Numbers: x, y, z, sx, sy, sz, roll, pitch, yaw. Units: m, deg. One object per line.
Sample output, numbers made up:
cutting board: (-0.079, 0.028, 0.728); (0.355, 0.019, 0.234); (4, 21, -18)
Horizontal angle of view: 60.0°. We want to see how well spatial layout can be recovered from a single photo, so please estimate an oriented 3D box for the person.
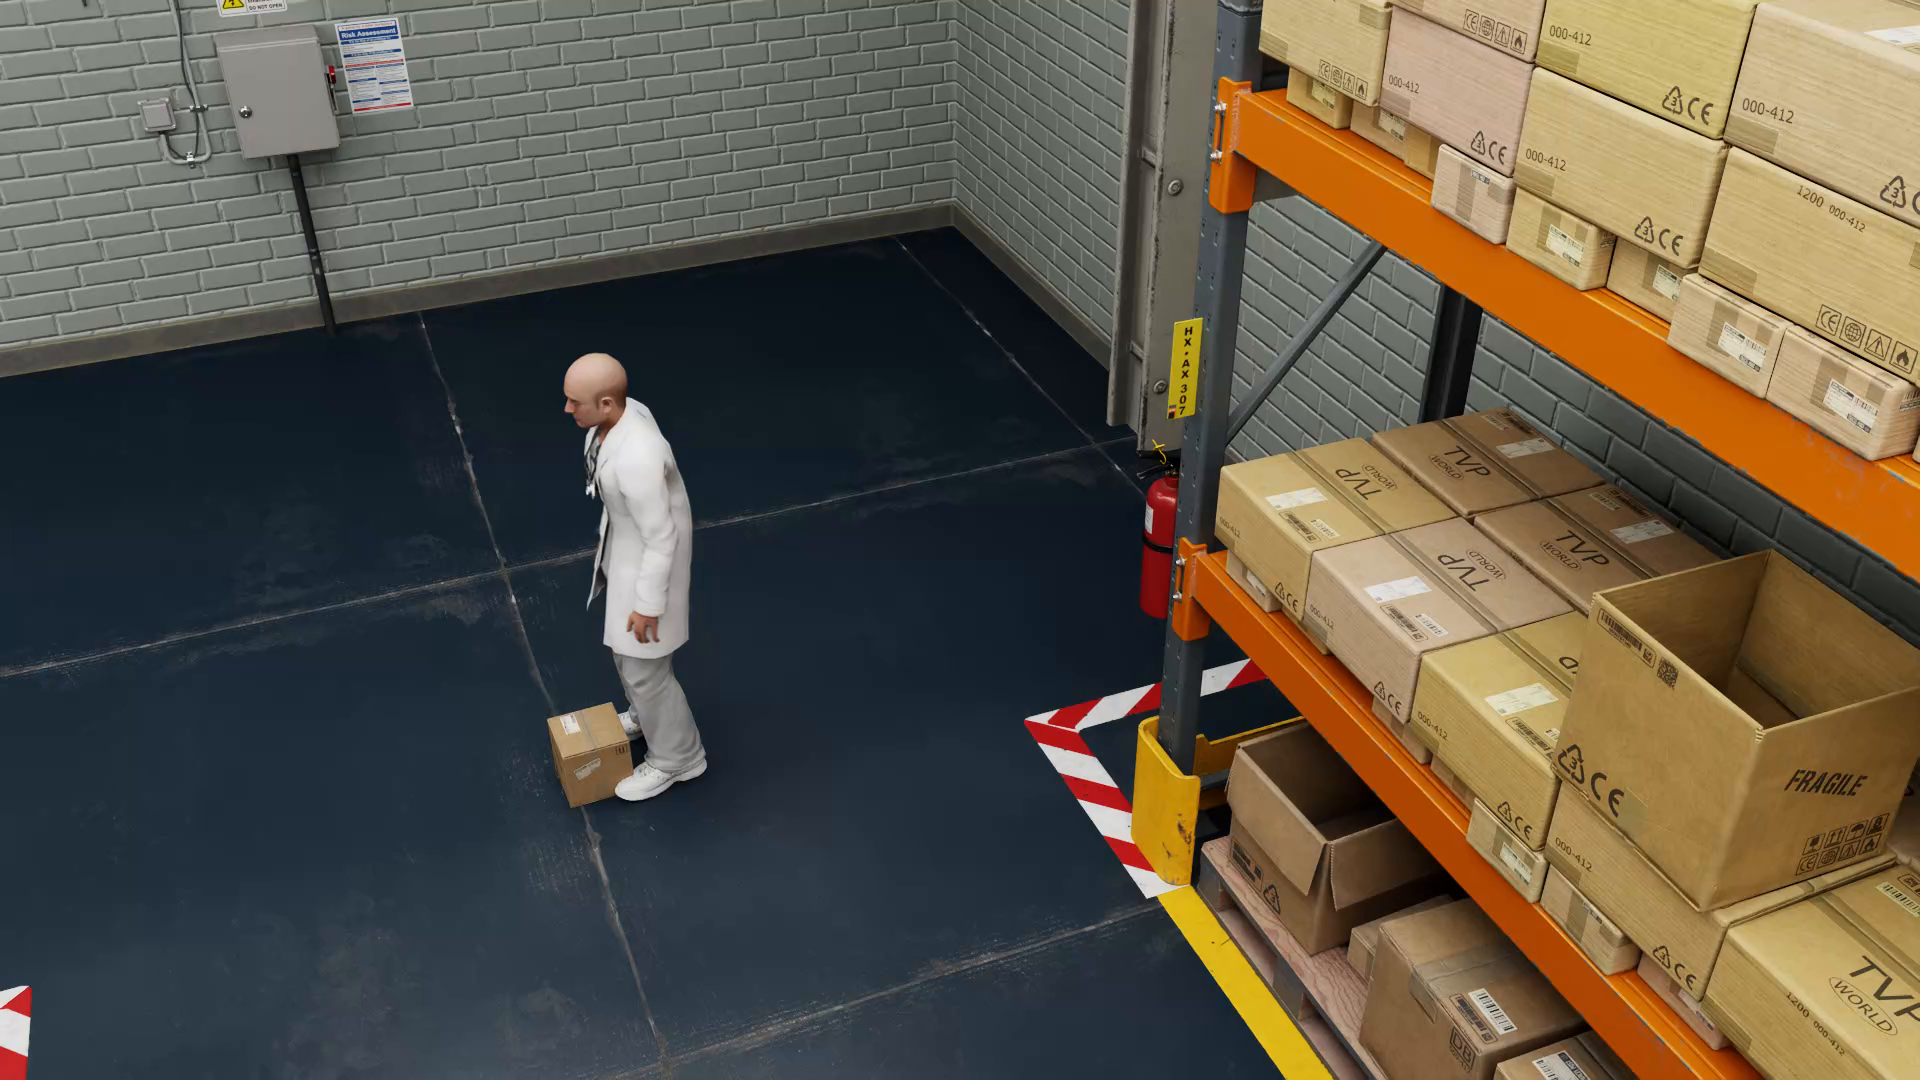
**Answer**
person: (-1.169, 0.116, 5.975); (0.427, 1.773, 0.641); (-13, 35, -19)
